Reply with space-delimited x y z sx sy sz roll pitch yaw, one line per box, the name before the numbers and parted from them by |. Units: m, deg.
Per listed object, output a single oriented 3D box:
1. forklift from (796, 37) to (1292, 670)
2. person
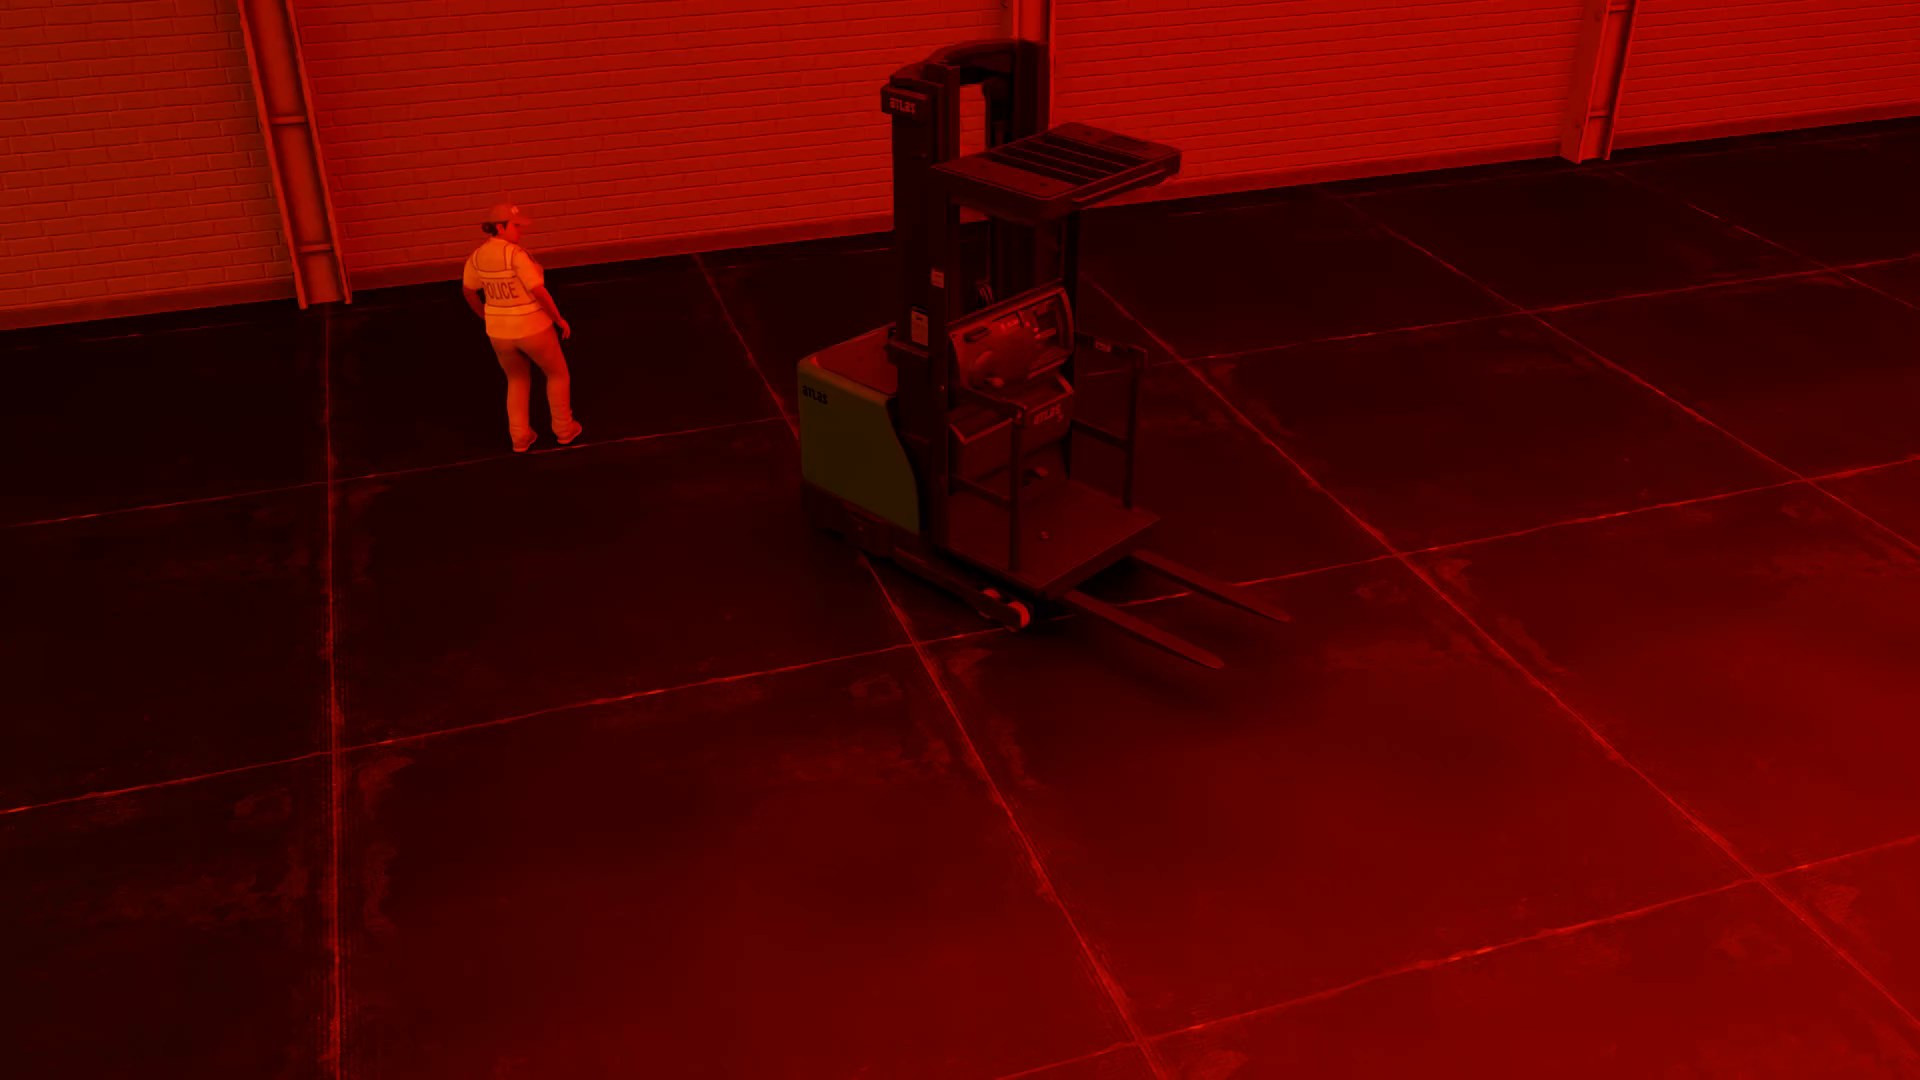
forklift | 0.443 -1.061 8.931 3.031 2.935 1.130 25 38 37
person | -2.836 -1.381 10.783 0.686 1.646 0.512 8 31 13
